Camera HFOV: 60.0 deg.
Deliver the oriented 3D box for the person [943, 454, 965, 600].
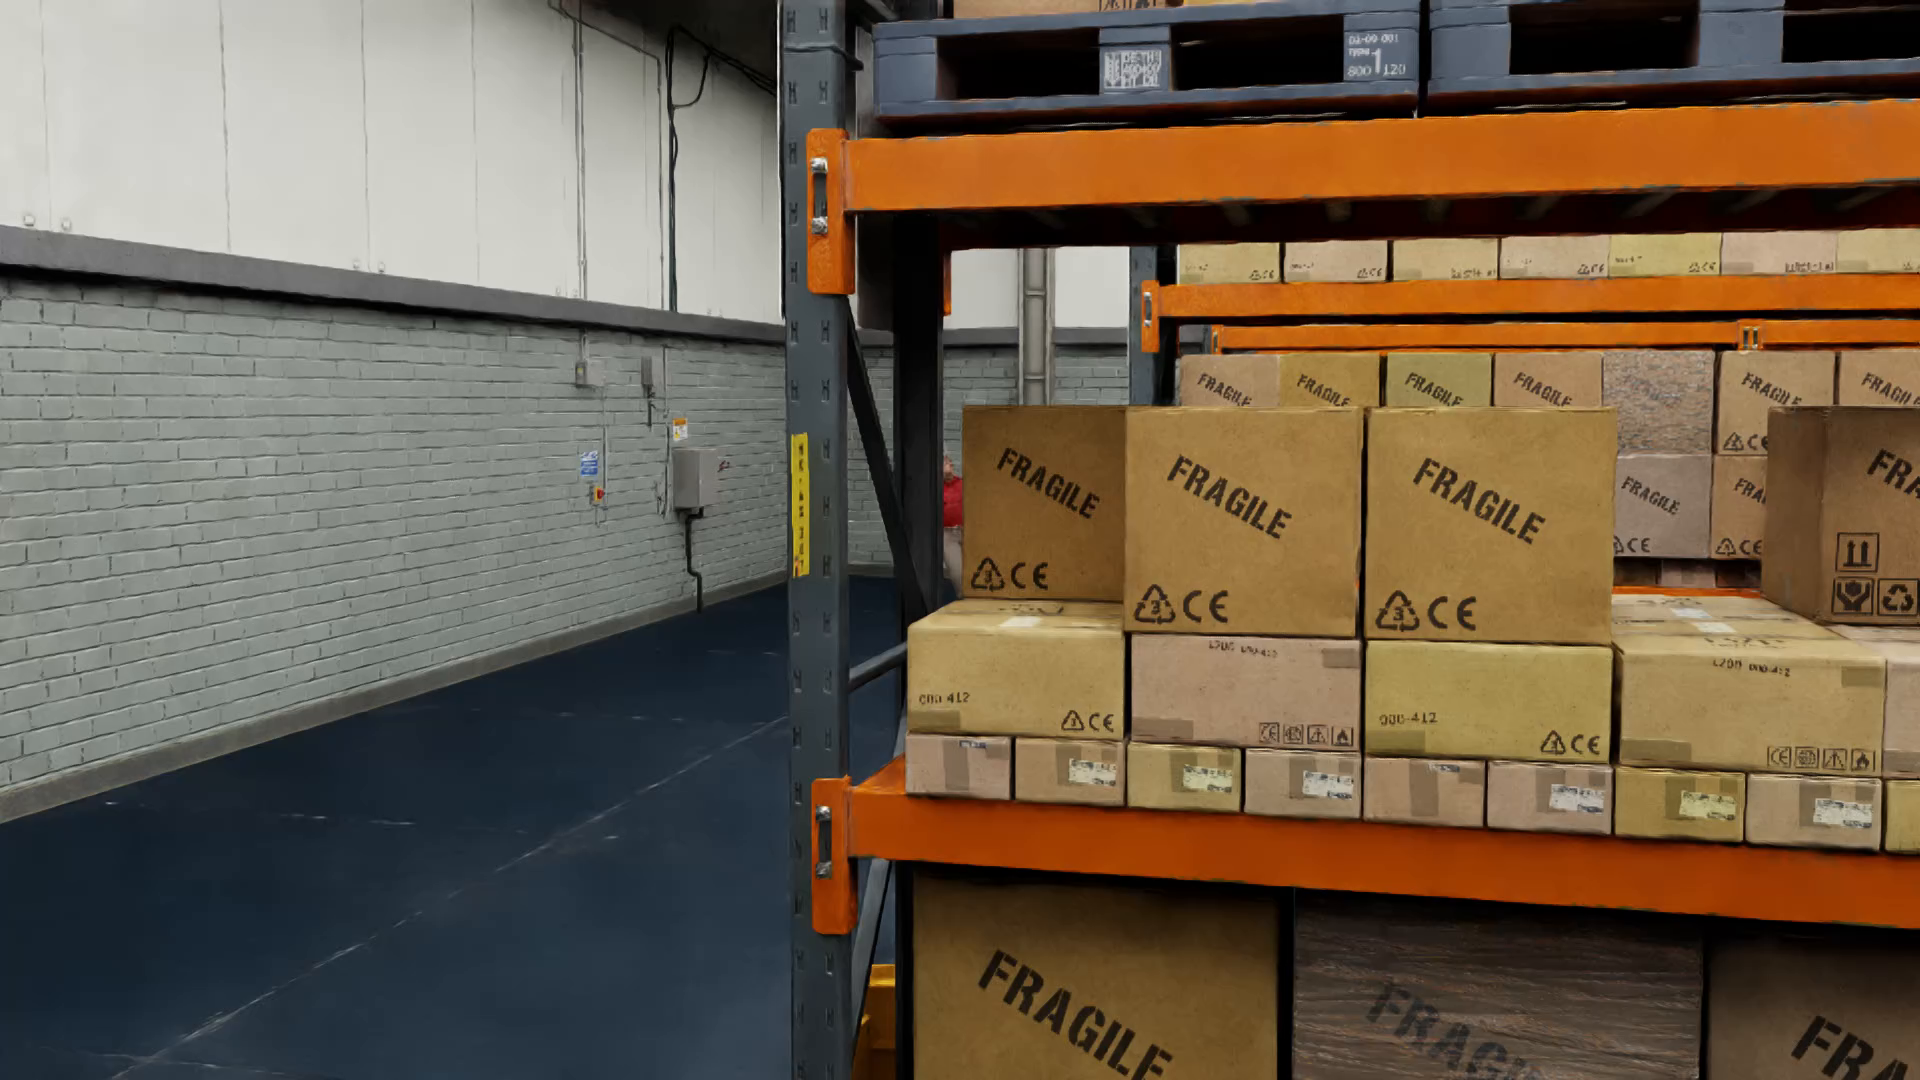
[{"bbox_3d":[-0.028,-0.014,16.545,0.609,1.675,0.764,-1,5,-7],"label":"person"}]
